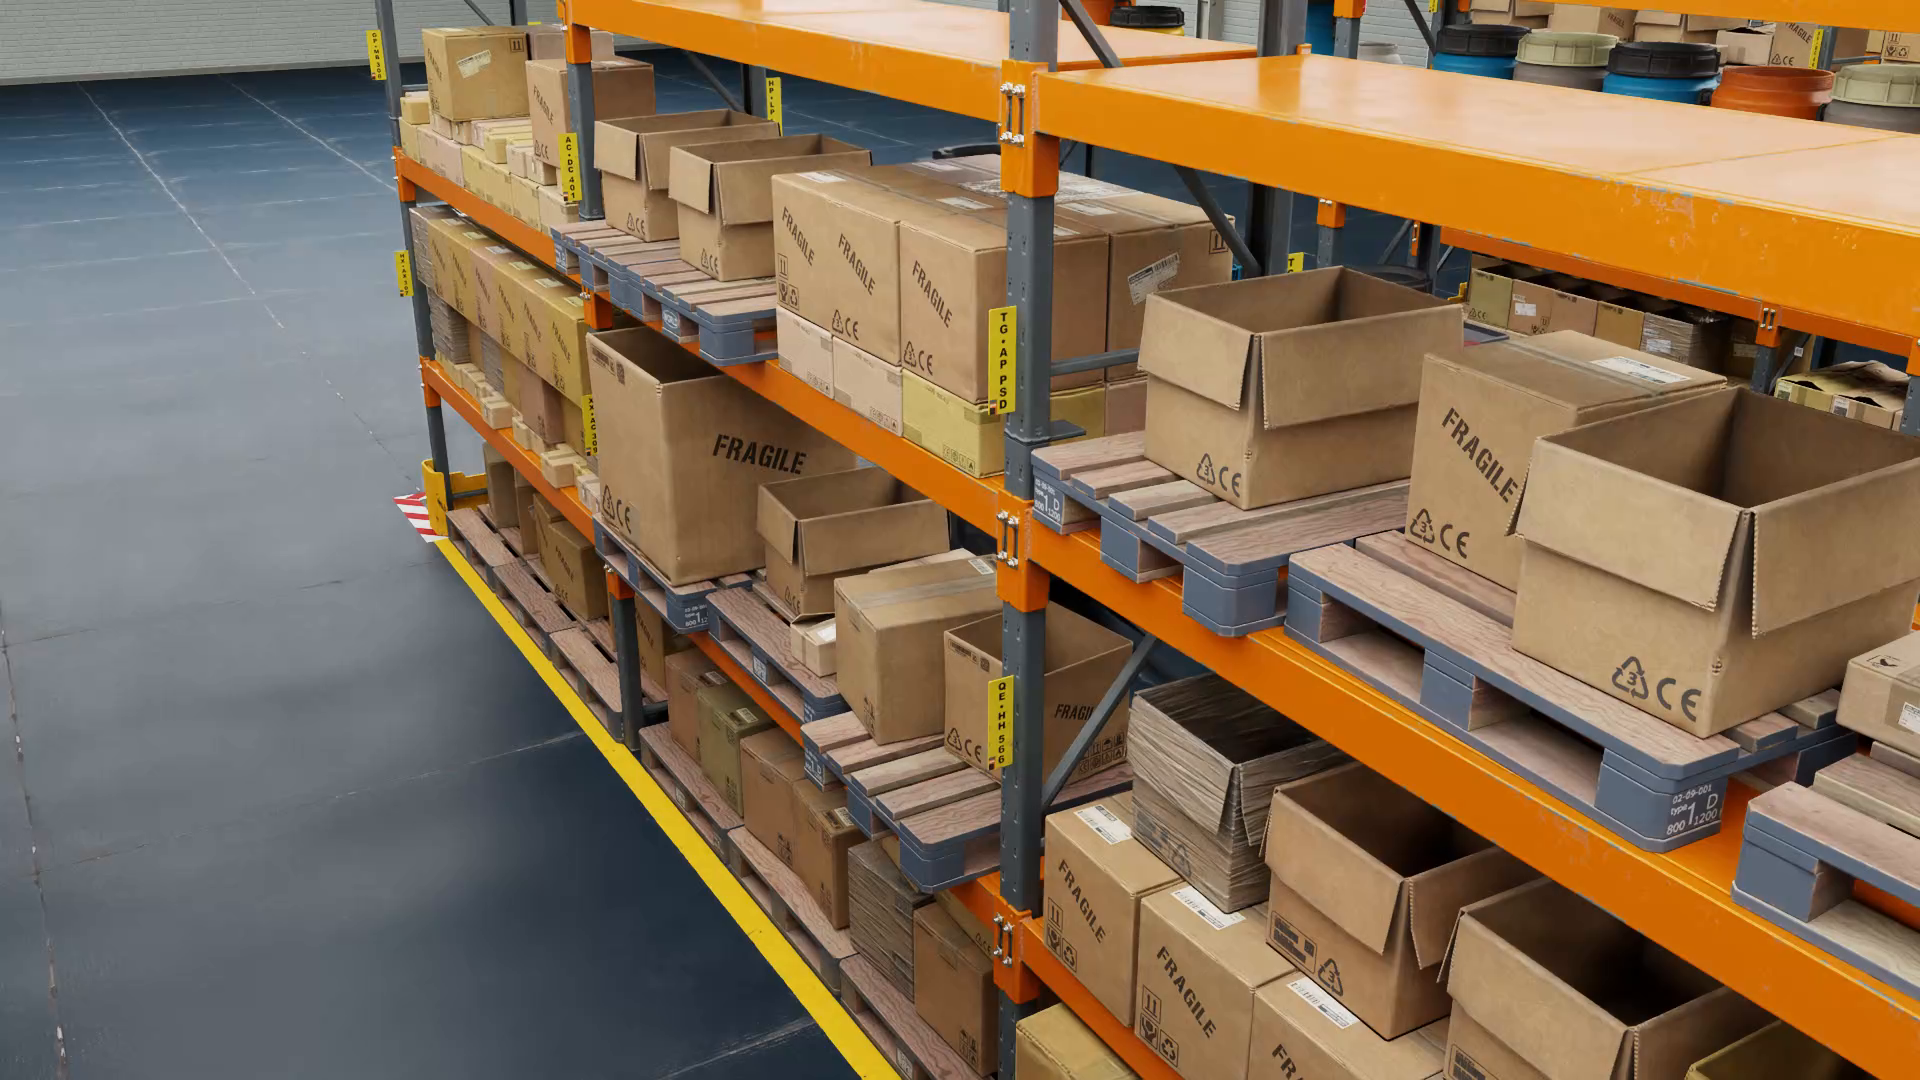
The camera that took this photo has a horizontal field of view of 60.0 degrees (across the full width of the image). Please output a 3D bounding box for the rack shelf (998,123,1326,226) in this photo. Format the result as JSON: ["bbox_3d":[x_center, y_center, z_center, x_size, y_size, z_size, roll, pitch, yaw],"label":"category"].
[{"bbox_3d":[1.790,-2.961,12.585,1.077,0.370,4.000,-13,25,-28],"label":"rack shelf"}]

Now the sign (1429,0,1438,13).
[{"bbox_3d":[4.549,-5.230,15.946,0.100,0.325,0.005,-13,25,-28],"label":"sign"}]

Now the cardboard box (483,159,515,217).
[{"bbox_3d":[-2.426,-2.057,9.604,0.500,0.250,0.500,-13,25,-29],"label":"cardboard box"}]

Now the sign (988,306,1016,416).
[{"bbox_3d":[0.130,-0.535,4.974,0.100,0.325,0.005,-13,25,-28],"label":"sign"}]

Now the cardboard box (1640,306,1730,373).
[{"bbox_3d":[6.402,-1.749,14.729,0.500,0.500,0.500,-13,25,-28],"label":"cardboard box"}]

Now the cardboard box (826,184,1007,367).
[{"bbox_3d":[-0.133,-0.947,5.879,0.500,0.500,0.500,-13,25,-28],"label":"cardboard box"}]

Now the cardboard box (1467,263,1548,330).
[{"bbox_3d":[5.369,-2.394,16.316,0.500,0.500,0.500,-13,25,-28],"label":"cardboard box"}]

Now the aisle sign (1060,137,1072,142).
[{"bbox_3d":[0.987,-3.837,14.315,0.394,0.787,0.004,-13,25,-28],"label":"aisle sign"}]

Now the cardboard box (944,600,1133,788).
[{"bbox_3d":[0.287,0.582,6.205,0.500,0.500,0.500,-16,27,-35],"label":"cardboard box"}]

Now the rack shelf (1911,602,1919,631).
[{"bbox_3d":[5.877,1.018,6.778,1.077,0.370,4.000,-13,25,-28],"label":"rack shelf"}]

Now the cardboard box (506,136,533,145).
[{"bbox_3d":[-2.353,-2.210,9.451,0.380,0.149,0.250,-12,25,-26],"label":"cardboard box"}]

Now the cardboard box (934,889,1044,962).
[{"bbox_3d":[0.229,1.386,6.658,0.500,0.250,0.500,-11,25,-26],"label":"cardboard box"}]

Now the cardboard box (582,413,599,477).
[{"bbox_3d":[-1.623,-0.646,9.390,0.875,0.500,0.500,-13,25,-28],"label":"cardboard box"}]

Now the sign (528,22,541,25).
[{"bbox_3d":[-3.002,-3.499,11.778,0.100,0.325,0.005,-13,25,-28],"label":"sign"}]

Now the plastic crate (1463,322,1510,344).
[{"bbox_3d":[3.322,-1.189,11.168,0.402,0.464,0.583,-13,25,-28],"label":"plastic crate"}]

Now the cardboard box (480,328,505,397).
[{"bbox_3d":[-2.655,-1.291,10.977,0.875,0.500,0.500,-13,25,-28],"label":"cardboard box"}]

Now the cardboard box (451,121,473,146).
[{"bbox_3d":[-2.912,-2.543,10.271,0.380,0.149,0.250,-14,26,-31],"label":"cardboard box"}]

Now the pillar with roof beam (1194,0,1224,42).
[{"bbox_3d":[0.556,-10.233,25.537,9.100,9.000,0.400,-13,25,-28],"label":"pillar with roof beam"}]

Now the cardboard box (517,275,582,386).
[{"bbox_3d":[-2.169,-1.206,9.440,0.500,0.500,0.500,-13,25,-28],"label":"cardboard box"}]

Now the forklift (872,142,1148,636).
[{"bbox_3d":[0.361,-1.028,10.947,1.130,2.935,3.031,-9,24,-21],"label":"forklift"}]

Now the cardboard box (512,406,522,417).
[{"bbox_3d":[-2.624,-0.785,10.594,0.380,0.149,0.250,-13,25,-28],"label":"cardboard box"}]

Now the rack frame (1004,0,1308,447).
[{"bbox_3d":[0.597,-1.789,4.762,1.000,3.000,0.127,-13,25,-28],"label":"rack frame"}]

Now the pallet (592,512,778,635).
[{"bbox_3d":[-1.181,0.060,8.436,1.003,0.211,1.213,-13,25,-28],"label":"pallet"}]

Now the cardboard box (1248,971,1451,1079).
[{"bbox_3d":[1.142,1.485,4.541,0.500,0.500,0.500,-13,26,-29],"label":"cardboard box"}]

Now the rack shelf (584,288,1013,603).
[{"bbox_3d":[-0.424,-0.714,7.055,1.077,0.370,4.000,-13,25,-28],"label":"rack shelf"}]

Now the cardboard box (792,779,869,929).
[{"bbox_3d":[-0.352,1.372,7.688,0.700,0.500,0.500,-10,24,-24],"label":"cardboard box"}]

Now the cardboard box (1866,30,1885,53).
[{"bbox_3d":[9.754,-5.398,17.467,0.500,0.500,0.500,-11,25,-26],"label":"cardboard box"}]

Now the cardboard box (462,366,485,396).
[{"bbox_3d":[-3.177,-1.100,11.367,0.380,0.149,0.250,-13,25,-28],"label":"cardboard box"}]

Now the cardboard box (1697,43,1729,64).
[{"bbox_3d":[6.221,-4.079,13.970,0.380,0.149,0.250,-13,25,-28],"label":"cardboard box"}]

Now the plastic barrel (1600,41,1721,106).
[{"bbox_3d":[3.926,-2.333,9.418,0.600,0.901,0.708,-13,25,-28],"label":"plastic barrel"}]

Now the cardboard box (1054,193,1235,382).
[{"bbox_3d":[0.578,-0.879,5.710,0.500,0.500,0.500,-12,25,-28],"label":"cardboard box"}]

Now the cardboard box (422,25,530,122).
[{"bbox_3d":[-2.963,-2.872,10.219,0.500,0.500,0.500,-13,25,-28],"label":"cardboard box"}]

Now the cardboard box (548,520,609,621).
[{"bbox_3d":[-2.300,0.152,10.716,0.500,0.500,0.500,-15,27,-33],"label":"cardboard box"}]

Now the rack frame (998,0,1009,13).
[{"bbox_3d":[0.769,-5.331,13.477,1.000,3.000,0.127,-13,25,-28],"label":"rack frame"}]

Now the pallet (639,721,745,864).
[{"bbox_3d":[-1.047,1.239,8.983,1.003,0.211,1.213,-13,25,-28],"label":"pallet"}]

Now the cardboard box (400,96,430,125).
[{"bbox_3d":[-3.498,-2.868,11.070,0.380,0.149,0.250,-12,25,-27],"label":"cardboard box"}]

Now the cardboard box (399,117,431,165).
[{"bbox_3d":[-3.466,-2.714,11.220,0.500,0.250,0.500,-12,25,-27],"label":"cardboard box"}]

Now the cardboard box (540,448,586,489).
[{"bbox_3d":[-2.228,-0.436,9.734,0.380,0.149,0.250,-13,25,-28],"label":"cardboard box"}]

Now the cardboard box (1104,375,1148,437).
[{"bbox_3d":[0.576,-0.531,5.850,0.500,0.250,0.500,-12,25,-27],"label":"cardboard box"}]

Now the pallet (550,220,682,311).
[{"bbox_3d":[-1.222,-1.387,8.006,1.213,0.211,1.003,-13,25,-28],"label":"pallet"}]

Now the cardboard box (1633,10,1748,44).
[{"bbox_3d":[6.339,-4.463,14.444,0.797,0.503,0.637,-10,24,-22],"label":"cardboard box"}]

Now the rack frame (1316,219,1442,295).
[{"bbox_3d":[2.812,-1.257,11.421,1.000,3.000,0.127,-13,25,-28],"label":"rack frame"}]

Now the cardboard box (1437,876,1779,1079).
[{"bbox_3d":[1.635,1.146,4.043,0.797,0.503,0.637,-12,25,-27],"label":"cardboard box"}]

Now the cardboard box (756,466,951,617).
[{"bbox_3d":[-0.481,-0.004,7.642,0.797,0.503,0.637,-10,24,-23],"label":"cardboard box"}]

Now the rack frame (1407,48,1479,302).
[{"bbox_3d":[5.029,-3.504,16.948,1.000,3.000,0.127,-13,25,-28],"label":"rack frame"}]

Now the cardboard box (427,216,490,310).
[{"bbox_3d":[-3.193,-1.853,11.031,0.500,0.500,0.500,-13,25,-28],"label":"cardboard box"}]

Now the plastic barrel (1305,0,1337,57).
[{"bbox_3d":[2.396,-3.416,11.526,0.600,0.901,0.708,-13,25,-28],"label":"plastic barrel"}]

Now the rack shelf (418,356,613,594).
[{"bbox_3d":[-2.468,-0.619,10.806,1.077,0.370,4.000,-13,25,-28],"label":"rack shelf"}]

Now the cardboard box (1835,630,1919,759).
[{"bbox_3d":[2.009,0.306,3.366,0.380,0.149,0.250,-14,26,-30],"label":"cardboard box"}]

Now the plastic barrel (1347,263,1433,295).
[{"bbox_3d":[2.749,-1.306,10.876,0.600,0.901,0.708,-13,25,-28],"label":"plastic barrel"}]

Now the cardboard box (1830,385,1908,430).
[{"bbox_3d":[7.320,-1.045,13.247,0.500,0.311,0.500,-13,25,-29],"label":"cardboard box"}]

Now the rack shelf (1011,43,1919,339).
[{"bbox_3d":[1.619,-0.623,3.380,1.077,0.370,4.000,-13,25,-28],"label":"rack shelf"}]

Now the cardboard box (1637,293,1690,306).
[{"bbox_3d":[6.593,-2.011,15.373,0.500,0.500,0.500,-13,25,-28],"label":"cardboard box"}]

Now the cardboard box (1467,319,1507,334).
[{"bbox_3d":[5.370,-2.047,16.458,0.500,0.250,0.500,-13,25,-28],"label":"cardboard box"}]
